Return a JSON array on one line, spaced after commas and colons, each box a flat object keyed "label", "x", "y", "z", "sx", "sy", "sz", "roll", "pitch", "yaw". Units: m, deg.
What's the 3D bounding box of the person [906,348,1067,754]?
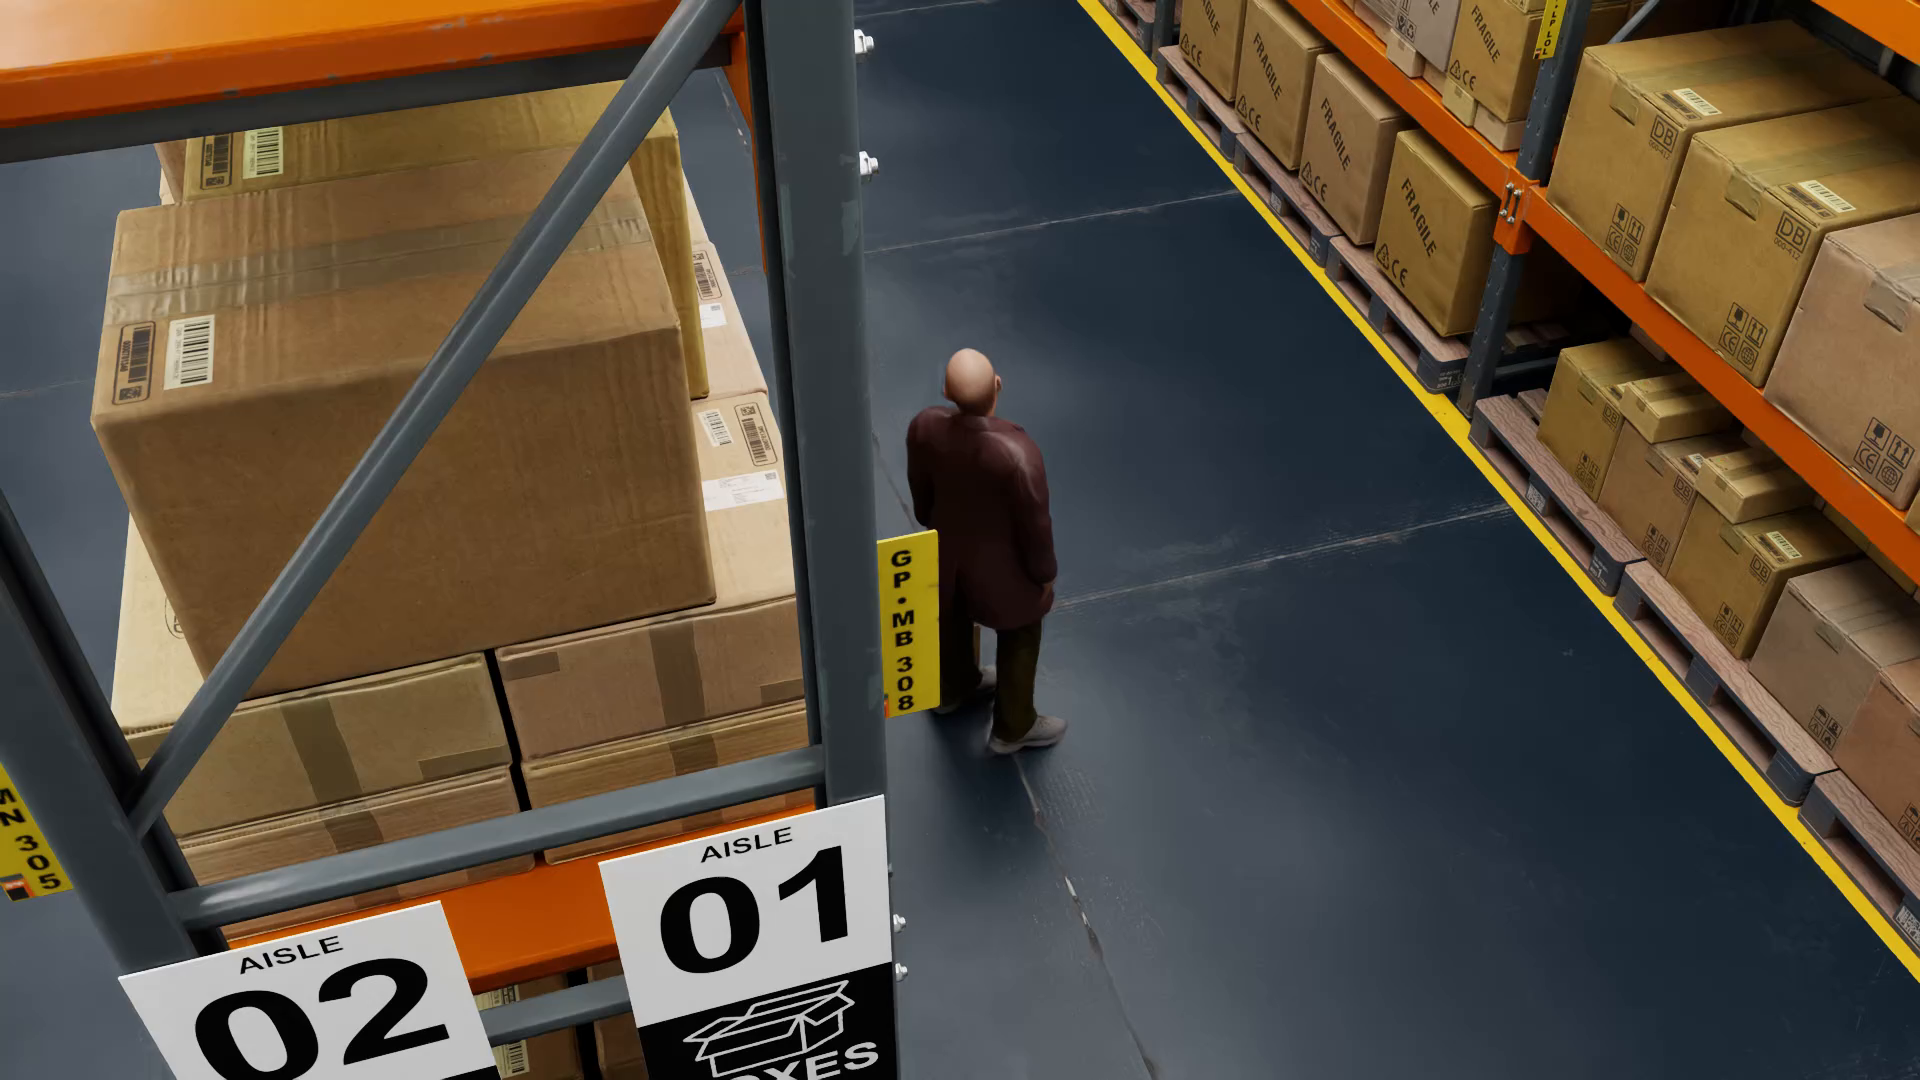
[{"label": "person", "x": 0.106, "y": 0.035, "z": 6.138, "sx": 0.646, "sy": 1.818, "sz": 0.415, "roll": 25, "pitch": 47, "yaw": 25}]
